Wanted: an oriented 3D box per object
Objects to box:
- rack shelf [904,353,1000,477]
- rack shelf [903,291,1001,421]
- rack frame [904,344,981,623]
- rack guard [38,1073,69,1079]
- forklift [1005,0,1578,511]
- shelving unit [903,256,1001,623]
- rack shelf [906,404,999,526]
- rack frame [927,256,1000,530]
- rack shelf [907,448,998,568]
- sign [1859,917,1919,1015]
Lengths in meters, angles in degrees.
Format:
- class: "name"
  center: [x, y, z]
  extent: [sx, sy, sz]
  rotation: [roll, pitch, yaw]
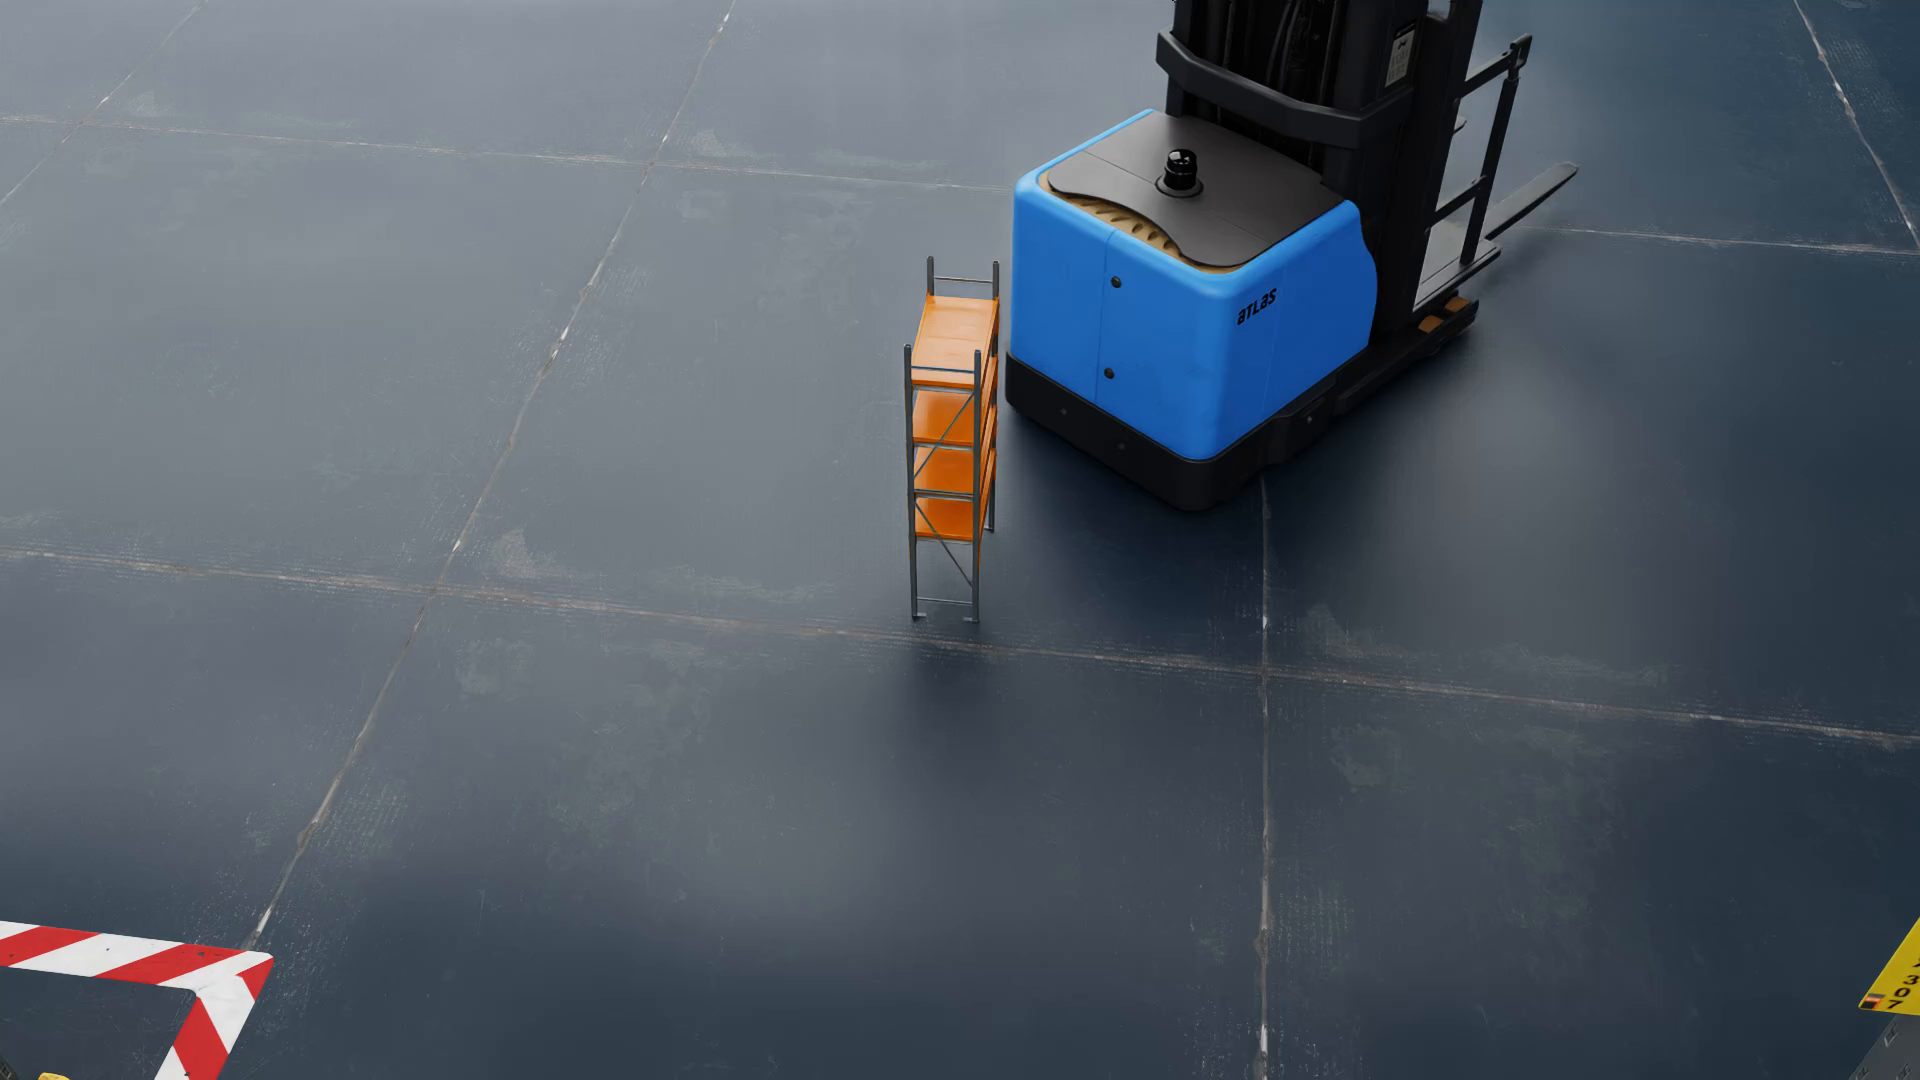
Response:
- class: "rack shelf"
  center: [-0.022, -0.436, 5.611]
  extent: [0.258, 0.148, 0.480]
  rotation: [5, 44, 6]
- class: "rack shelf"
  center: [-0.022, -0.608, 5.448]
  extent: [0.258, 0.148, 0.480]
  rotation: [5, 44, 6]
- class: "rack frame"
  center: [-0.054, -0.157, 5.543]
  extent: [0.240, 1.200, 0.015]
  rotation: [5, 44, 6]
- class: "rack guard"
  center: [-2.767, 1.579, 4.219]
  extent: [1.175, 0.500, 0.348]
  rotation: [5, 44, 6]
- class: "forklift"
  center: [1.583, -2.079, 6.314]
  extent: [3.031, 2.935, 1.130]
  rotation: [-34, 53, -31]
- class: "shelving unit"
  center: [-0.022, -0.323, 5.718]
  extent: [0.258, 1.200, 0.503]
  rotation: [5, 44, 6]
- class: "rack shelf"
  center: [-0.022, -0.274, 5.765]
  extent: [0.258, 0.148, 0.480]
  rotation: [5, 44, 6]
- class: "rack frame"
  center: [0.010, -0.489, 5.894]
  extent: [0.240, 1.200, 0.015]
  rotation: [5, 44, 6]
- class: "rack shelf"
  center: [-0.022, -0.130, 5.901]
  extent: [0.258, 0.148, 0.480]
  rotation: [5, 44, 6]
- class: "sign"
  center: [1.556, 0.671, 2.673]
  extent: [0.100, 0.325, 0.005]
  rotation: [5, 44, 6]
